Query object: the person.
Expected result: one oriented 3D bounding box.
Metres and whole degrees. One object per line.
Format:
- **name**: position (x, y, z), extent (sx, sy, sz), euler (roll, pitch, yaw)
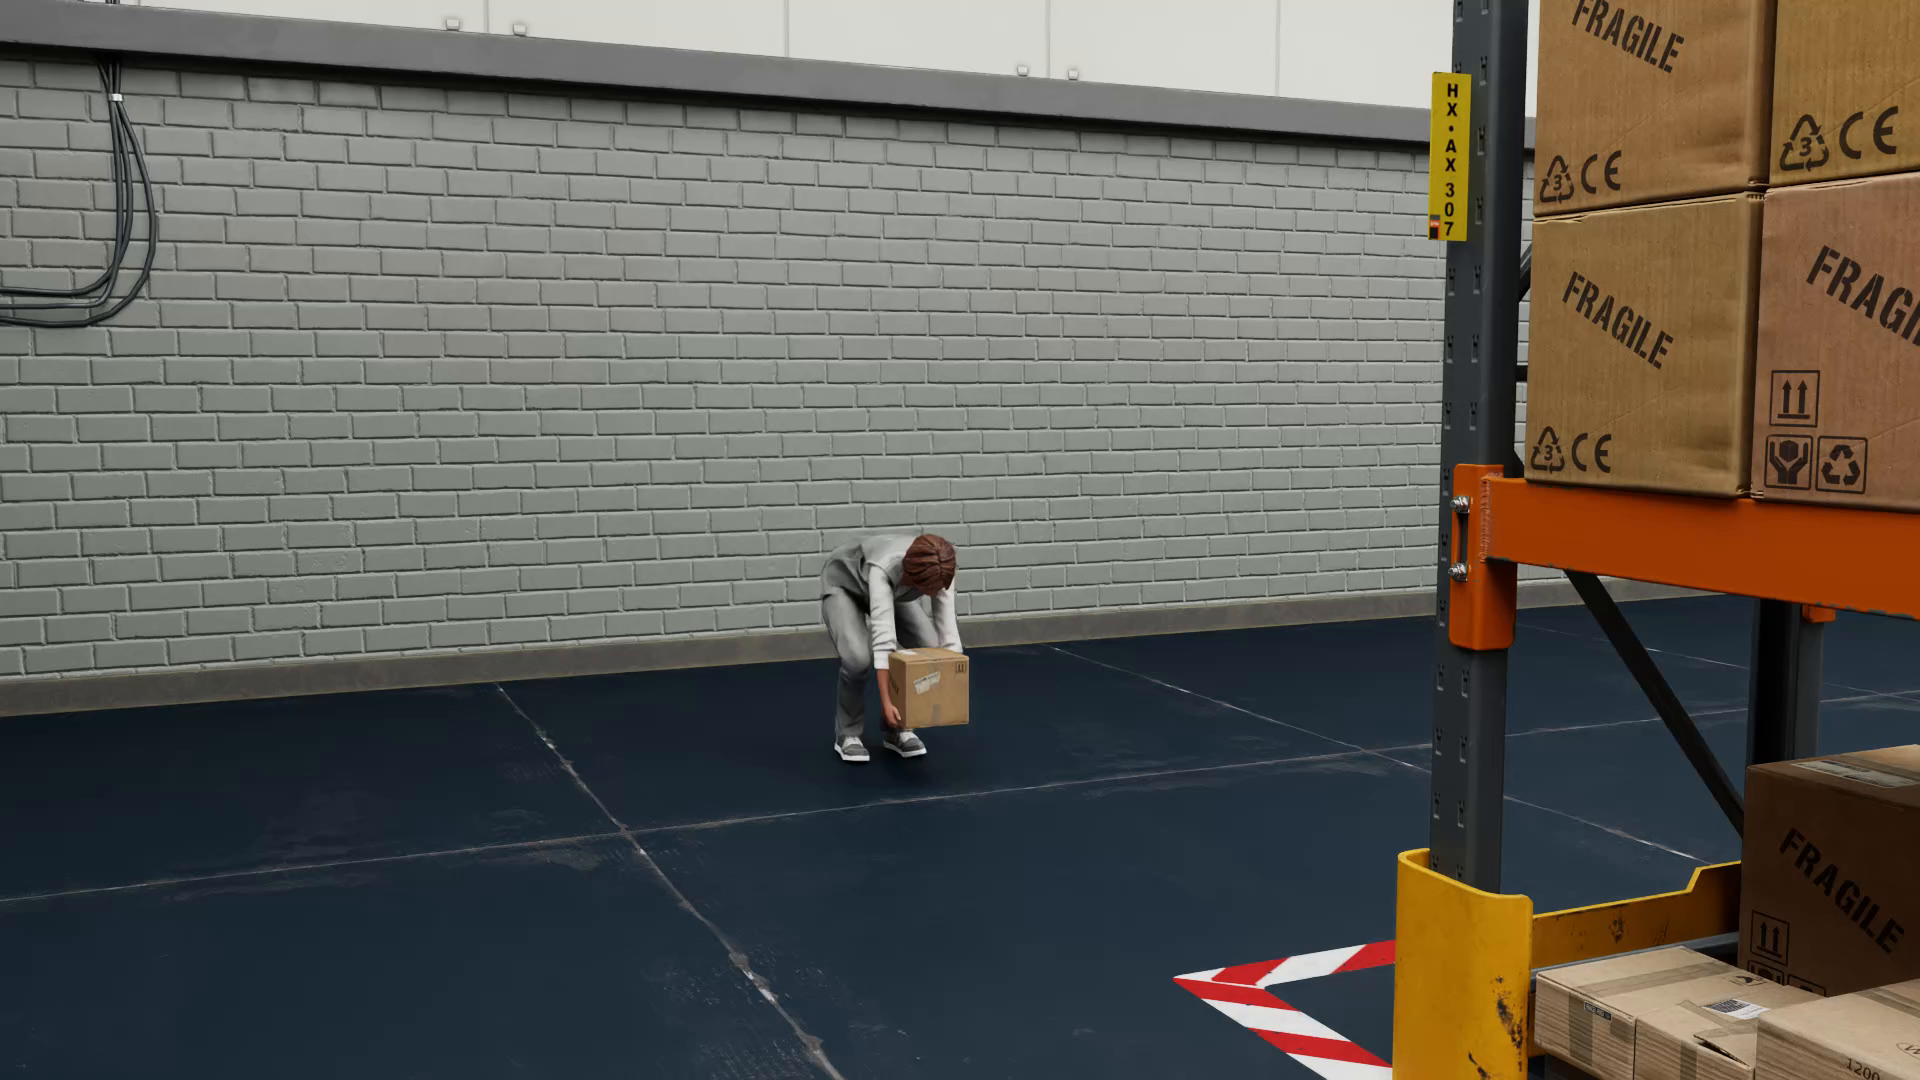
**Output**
- **person**: position (-0.258, 0.415, 6.440), extent (0.429, 0.923, 0.862), euler (-3, 6, -26)
